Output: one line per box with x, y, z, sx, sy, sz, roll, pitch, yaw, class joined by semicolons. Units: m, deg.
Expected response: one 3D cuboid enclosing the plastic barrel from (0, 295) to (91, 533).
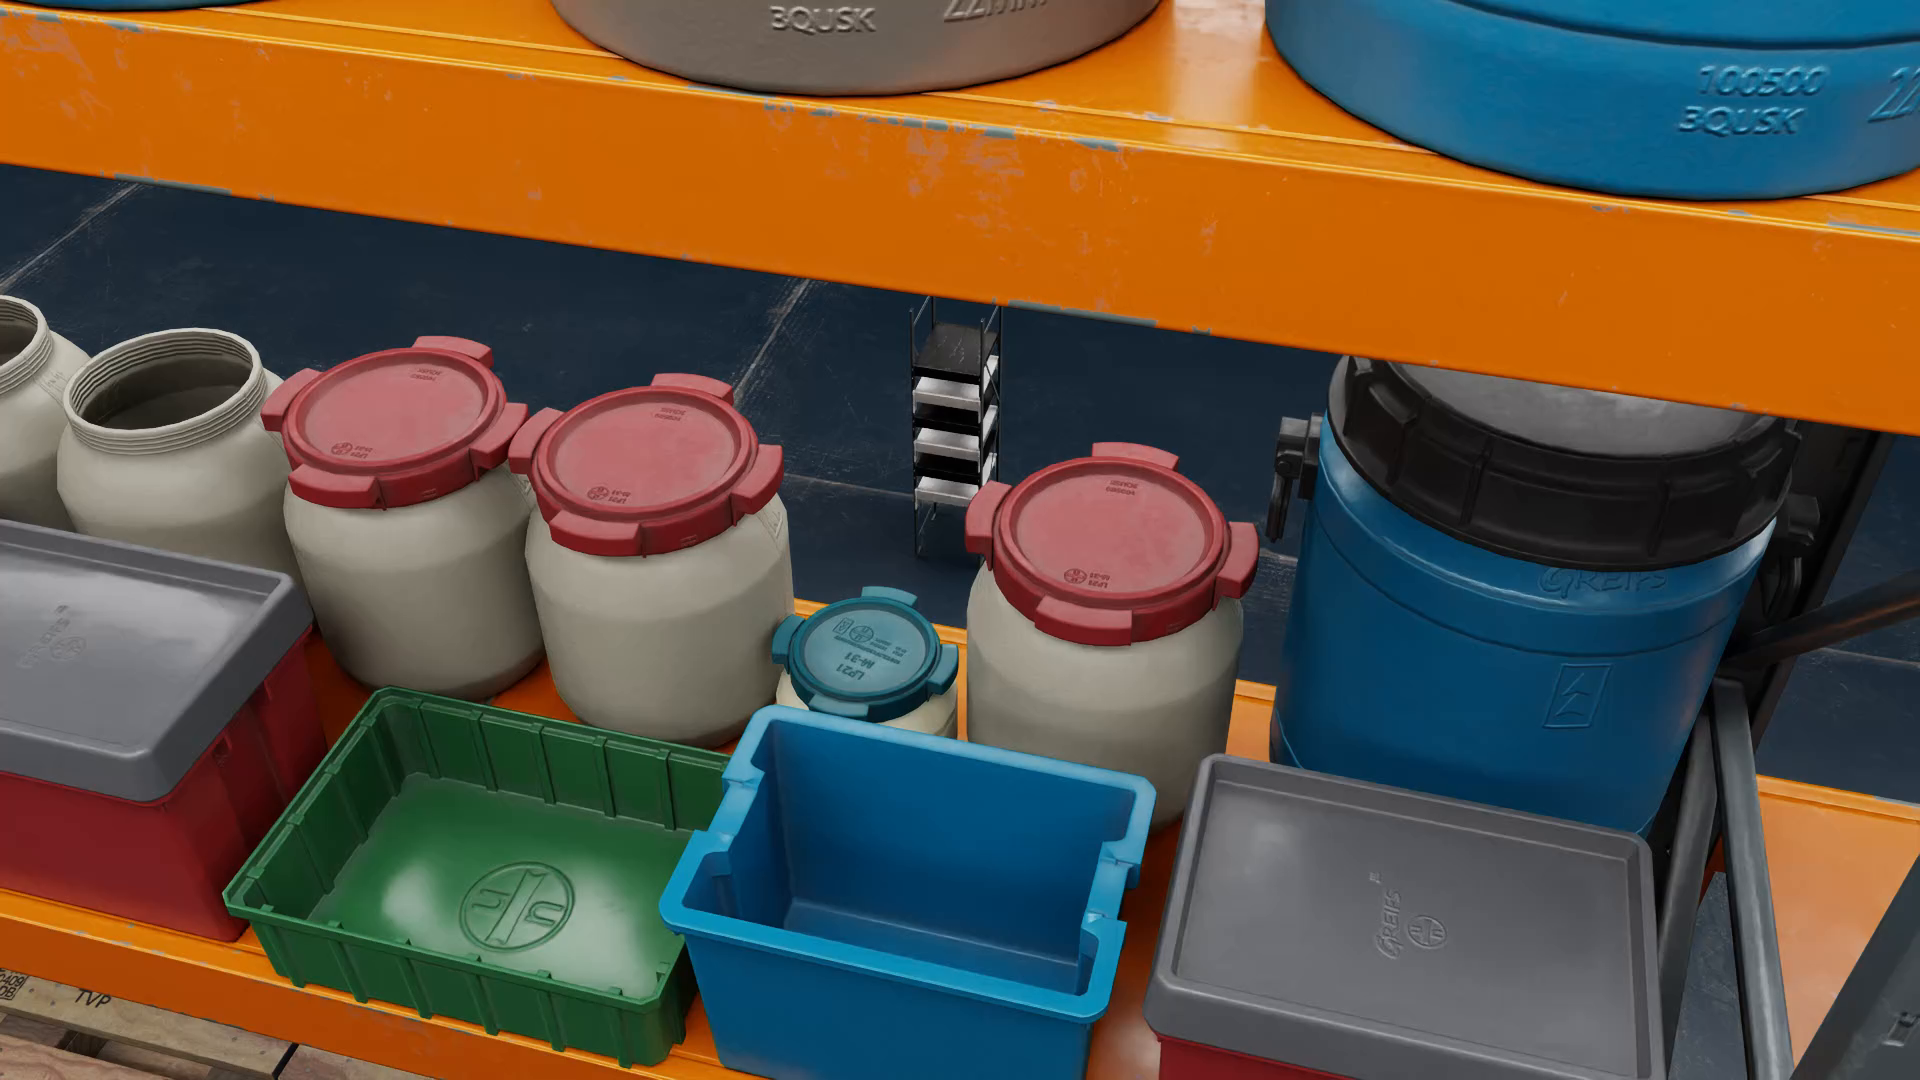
-1.727;-0.141;2.999;0.421;0.512;0.421;0;40;0;plastic barrel

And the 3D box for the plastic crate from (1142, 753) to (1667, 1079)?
0.542;0.614;2.137;0.583;0.464;0.402;10;41;11;plastic crate

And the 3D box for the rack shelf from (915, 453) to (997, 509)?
-0.008;-0.183;5.099;0.200;0.077;0.258;10;41;11;rack shelf

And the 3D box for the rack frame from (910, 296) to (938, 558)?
-0.106;-0.363;4.982;0.006;0.900;0.240;10;41;11;rack frame

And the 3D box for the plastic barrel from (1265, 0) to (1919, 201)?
0.541;-0.762;1.103;0.708;0.901;0.600;10;41;11;plastic barrel

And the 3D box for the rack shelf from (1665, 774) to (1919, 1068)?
3.021;1.136;2.124;4.000;0.370;1.077;10;41;11;rack shelf

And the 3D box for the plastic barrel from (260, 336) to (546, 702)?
-0.906;-0.013;2.827;0.433;0.535;0.433;0;40;0;plastic barrel

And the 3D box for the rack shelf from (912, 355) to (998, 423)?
-0.008;-0.458;4.868;0.200;0.077;0.258;10;41;11;rack shelf

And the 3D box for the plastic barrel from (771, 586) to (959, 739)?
-0.150;0.266;2.708;0.301;0.262;0.301;0;40;0;plastic barrel

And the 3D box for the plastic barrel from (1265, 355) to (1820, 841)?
0.794;0.084;2.428;0.708;0.901;0.600;10;41;11;plastic barrel

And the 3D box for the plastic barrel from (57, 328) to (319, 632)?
-1.320;-0.071;2.915;0.421;0.512;0.421;0;40;0;plastic barrel

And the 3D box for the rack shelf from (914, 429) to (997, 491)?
-0.008;-0.252;5.042;0.200;0.077;0.258;10;41;11;rack shelf

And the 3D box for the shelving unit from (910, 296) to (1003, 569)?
-0.008;-0.346;4.962;0.210;0.900;0.258;10;41;11;shelving unit

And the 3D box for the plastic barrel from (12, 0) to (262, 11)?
-0.722;-0.979;1.361;0.708;0.901;0.600;10;41;11;plastic barrel

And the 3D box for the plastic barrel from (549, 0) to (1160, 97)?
-0.091;-0.871;1.232;0.600;0.901;0.600;0;40;0;plastic barrel

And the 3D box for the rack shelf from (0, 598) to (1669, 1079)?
-0.844;0.472;2.916;4.000;0.370;1.077;10;41;11;rack shelf

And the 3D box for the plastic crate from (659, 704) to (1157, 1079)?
-0.058;0.545;2.282;0.575;0.384;0.392;10;41;11;plastic crate

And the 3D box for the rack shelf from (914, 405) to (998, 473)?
-0.008;-0.320;4.984;0.200;0.077;0.258;10;41;11;rack shelf

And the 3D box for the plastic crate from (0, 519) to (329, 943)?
-1.294;0.298;2.513;0.583;0.464;0.402;10;41;11;plastic crate

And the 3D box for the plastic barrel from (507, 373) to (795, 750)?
-0.488;0.059;2.741;0.433;0.535;0.433;0;40;0;plastic barrel

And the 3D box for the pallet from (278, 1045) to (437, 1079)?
-0.862;1.288;3.552;1.213;0.211;1.003;10;41;11;pallet

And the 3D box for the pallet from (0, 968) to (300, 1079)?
-2.037;1.084;3.795;1.213;0.211;1.003;10;41;11;pallet

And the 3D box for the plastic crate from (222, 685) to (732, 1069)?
-0.667;0.496;2.492;0.662;0.188;0.450;10;41;11;plastic crate

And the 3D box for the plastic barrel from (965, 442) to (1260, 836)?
0.221;0.181;2.596;0.433;0.535;0.433;0;40;0;plastic barrel

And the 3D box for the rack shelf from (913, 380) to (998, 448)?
-0.008;-0.389;4.926;0.200;0.077;0.258;10;41;11;rack shelf

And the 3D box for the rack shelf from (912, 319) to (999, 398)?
-0.008;-0.527;4.810;0.200;0.077;0.258;10;41;11;rack shelf

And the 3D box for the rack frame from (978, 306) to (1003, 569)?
0.090;-0.329;4.942;0.006;0.900;0.240;10;41;11;rack frame
